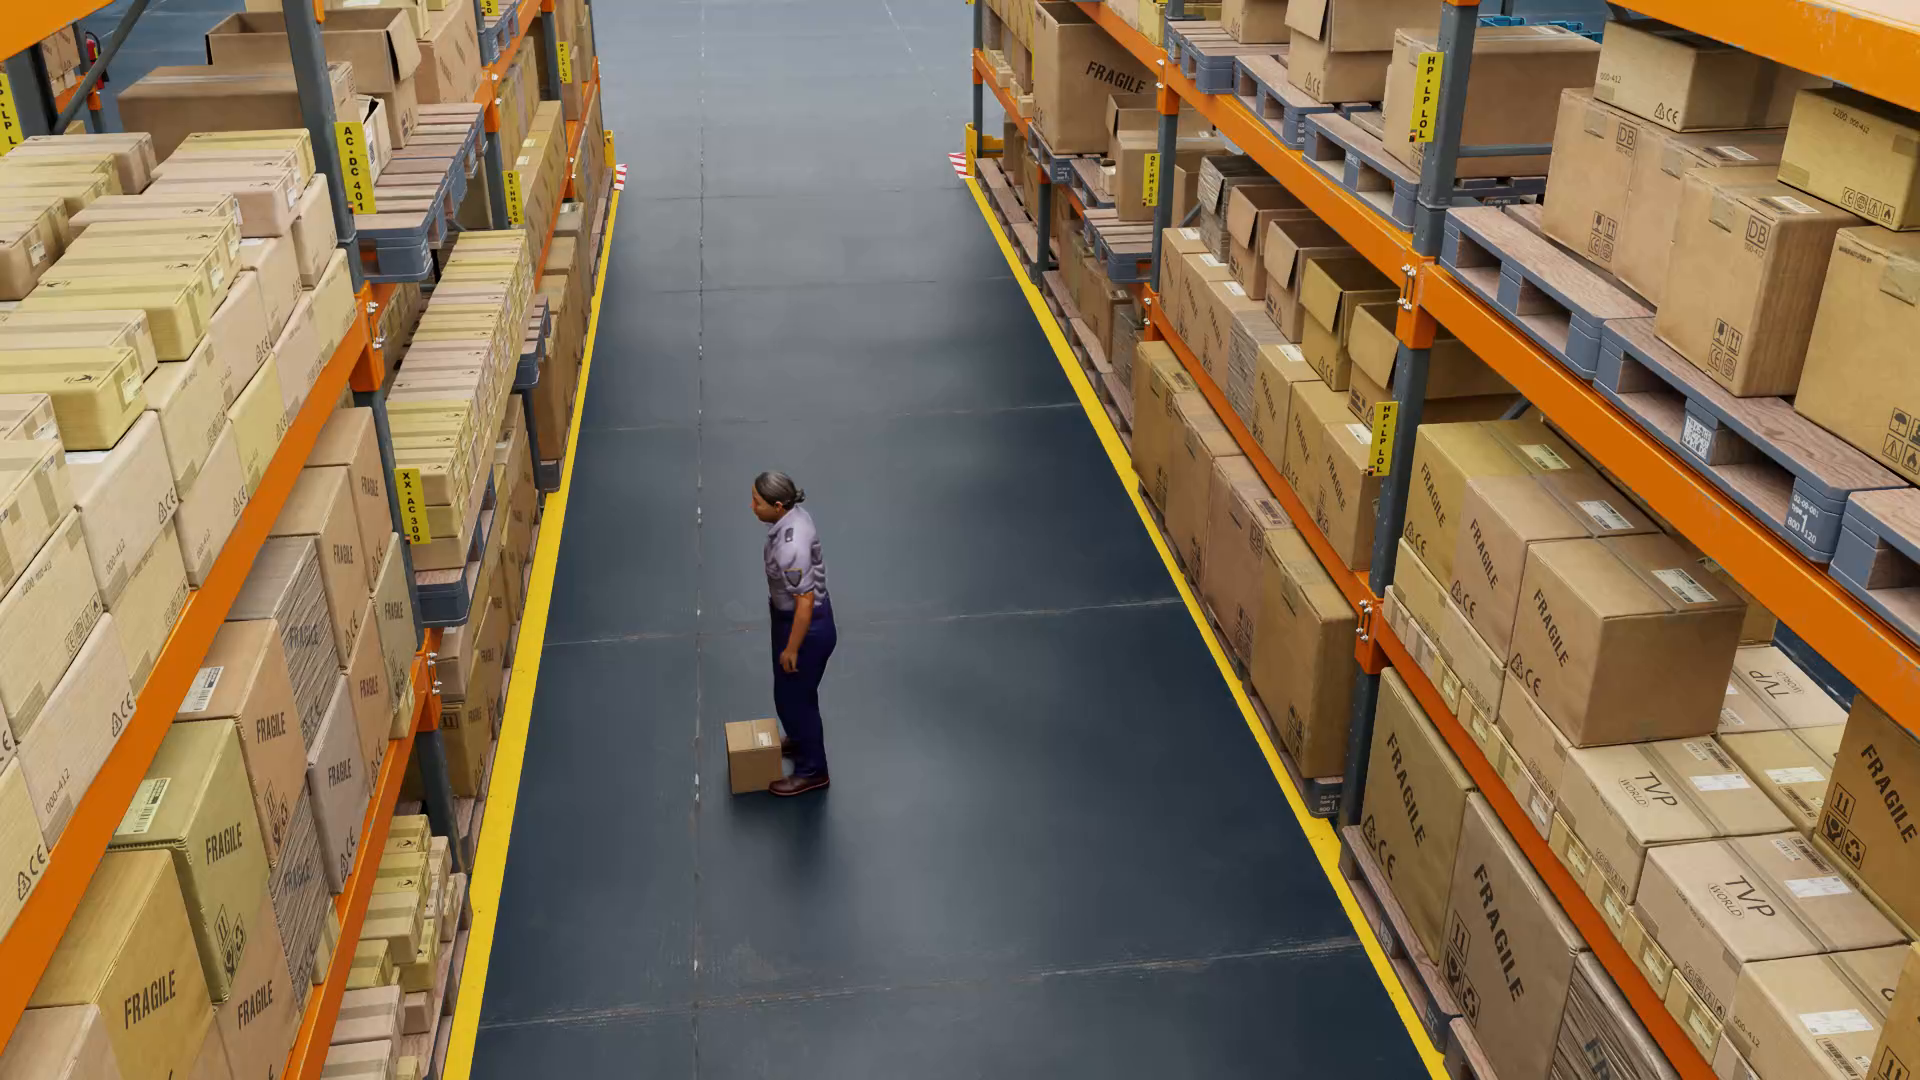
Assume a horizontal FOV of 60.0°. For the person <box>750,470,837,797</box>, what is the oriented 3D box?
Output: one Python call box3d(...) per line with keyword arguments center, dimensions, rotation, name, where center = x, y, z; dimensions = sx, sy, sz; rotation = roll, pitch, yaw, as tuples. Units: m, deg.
box3d(center=(-0.772, 0.408, 7.836), dimensions=(0.368, 1.652, 0.541), rotation=(-4, 28, -7), name="person")
